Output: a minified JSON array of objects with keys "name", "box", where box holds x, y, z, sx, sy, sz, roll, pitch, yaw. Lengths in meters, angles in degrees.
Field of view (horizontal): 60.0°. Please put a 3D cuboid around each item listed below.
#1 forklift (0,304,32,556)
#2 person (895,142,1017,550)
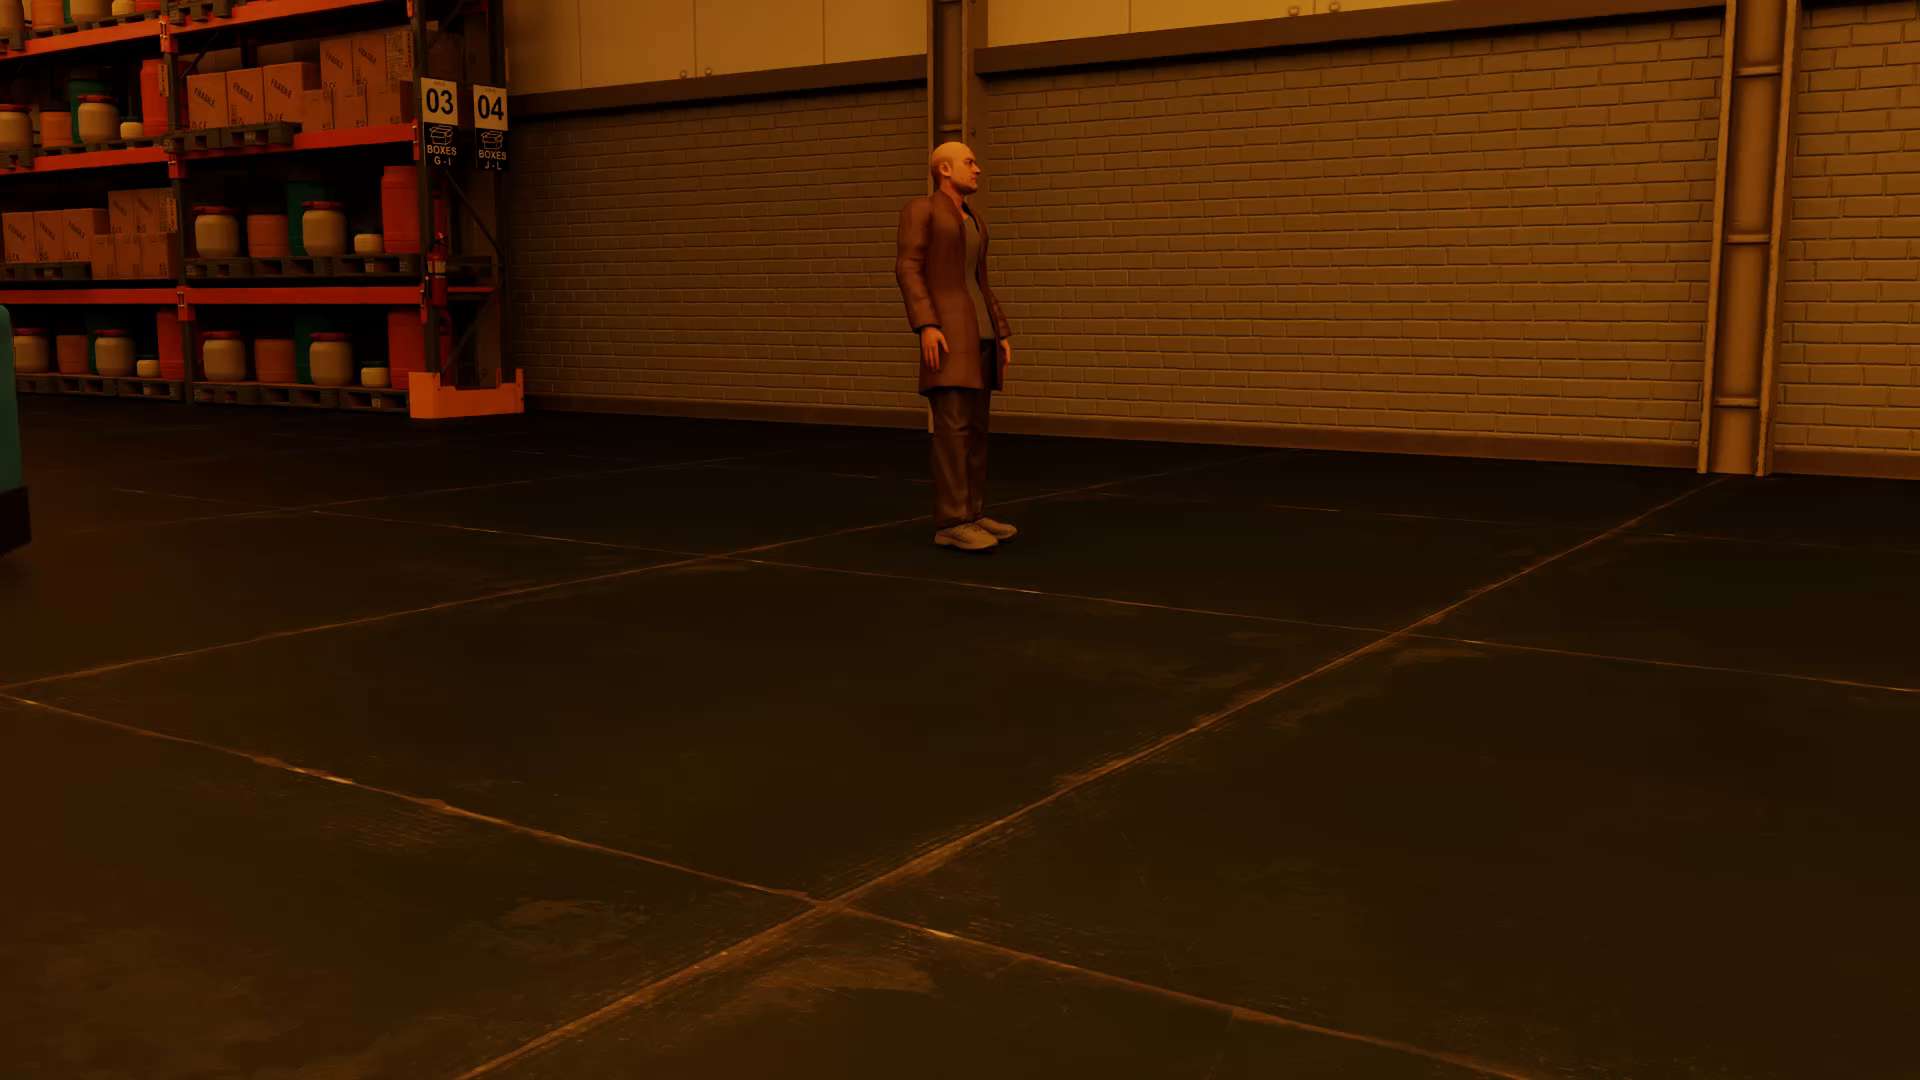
[{"name":"forklift","box":[-5.305,-1.264,6.082,3.031,2.935,1.130,-2,8,-13]},{"name":"person","box":[0.072,-0.879,7.423,0.582,1.775,0.696,5,10,34]}]
